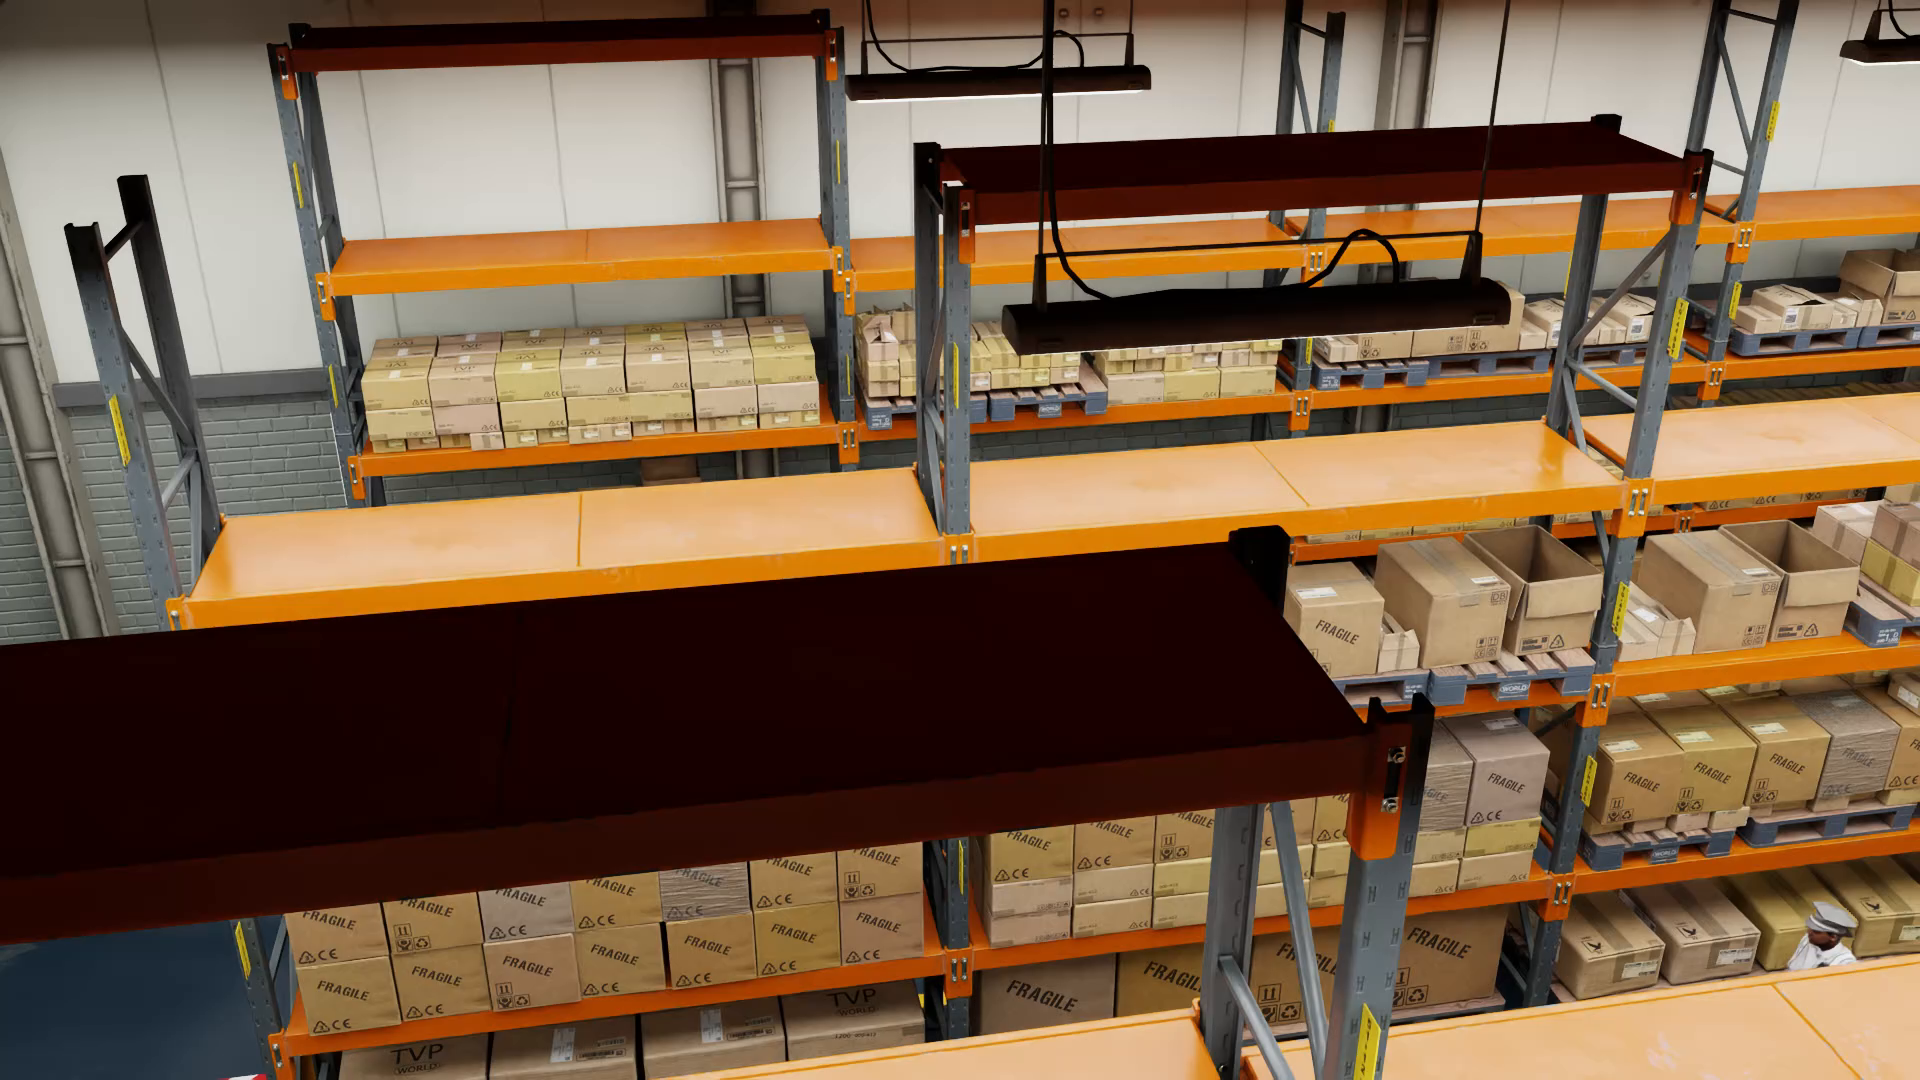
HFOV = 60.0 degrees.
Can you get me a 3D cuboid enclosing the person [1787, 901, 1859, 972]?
[{"bbox_3d":[5.269,2.971,10.219,0.404,1.670,0.431,-9,27,-17],"label":"person"}]
